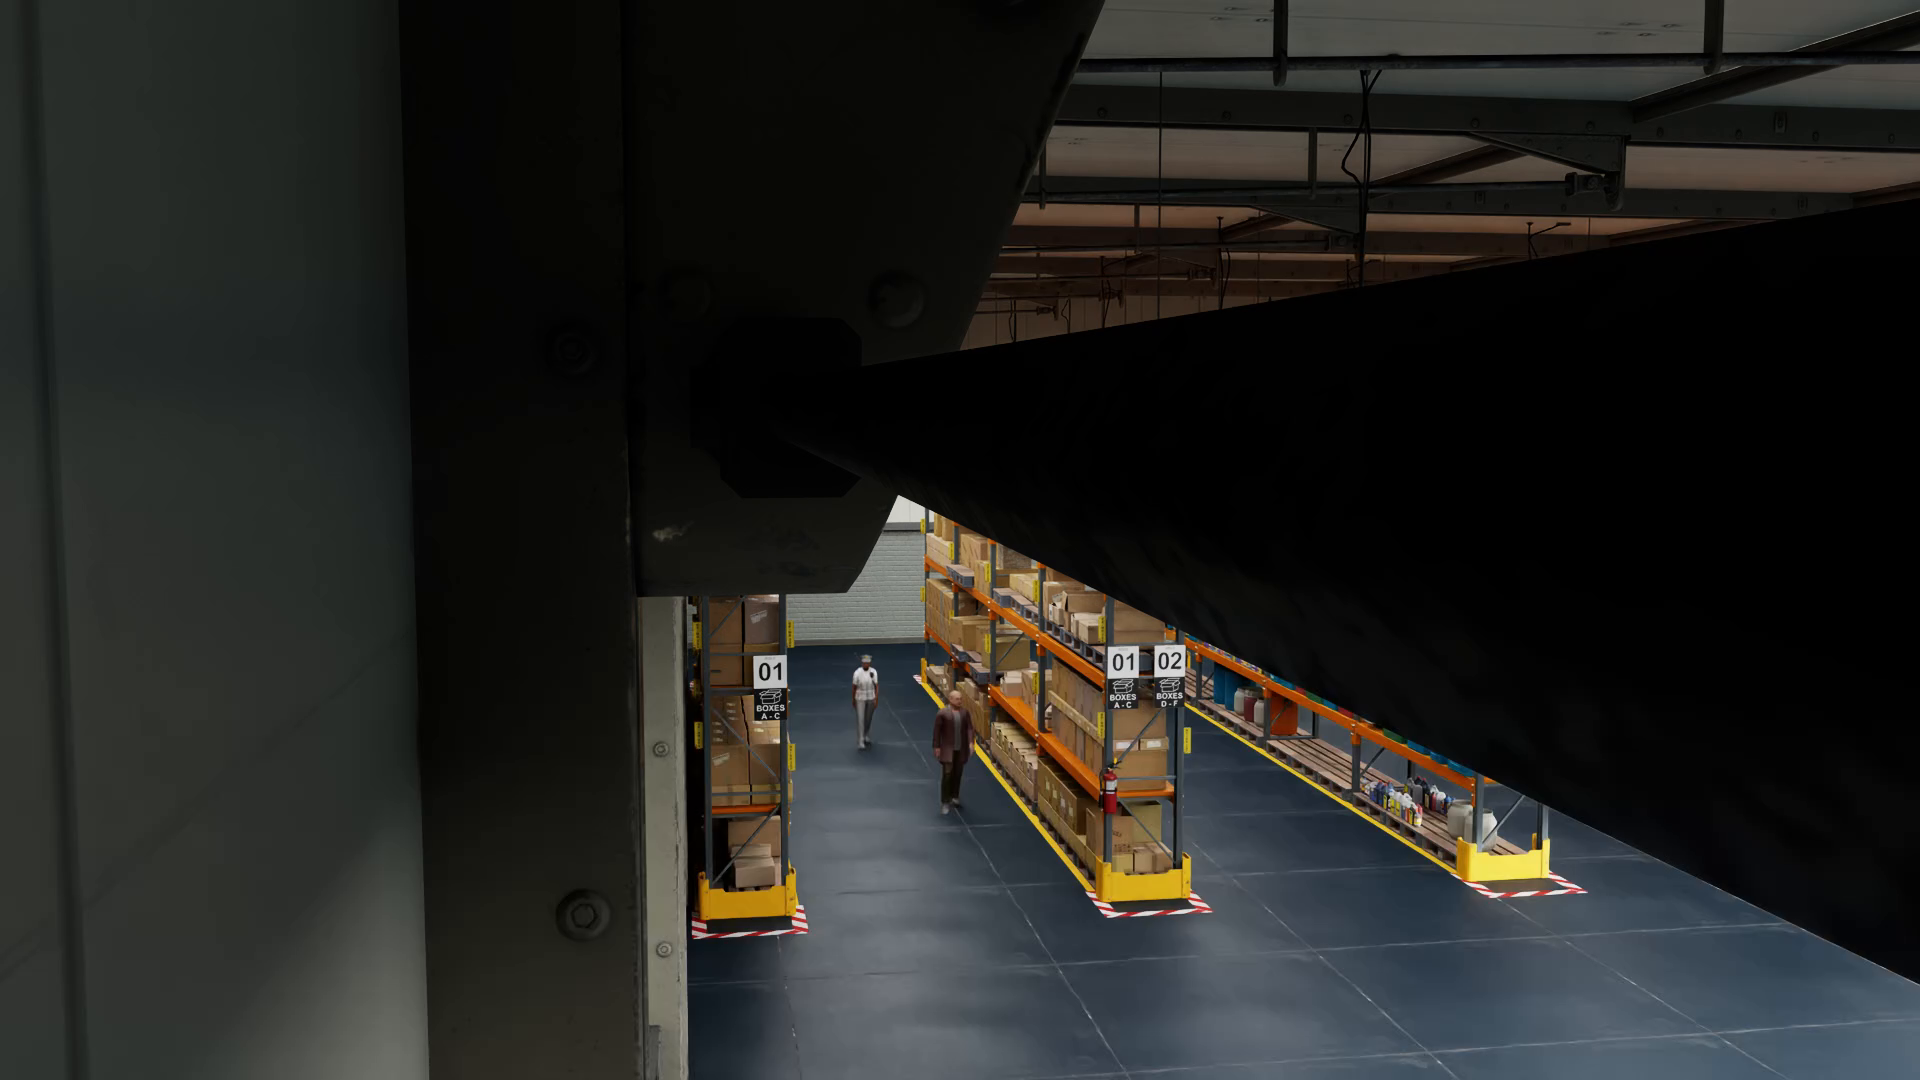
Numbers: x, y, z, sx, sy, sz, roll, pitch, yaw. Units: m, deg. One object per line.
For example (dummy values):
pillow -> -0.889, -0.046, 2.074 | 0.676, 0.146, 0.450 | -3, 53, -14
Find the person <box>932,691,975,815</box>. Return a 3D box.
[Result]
person -> -0.091, 3.217, 25.378 | 0.660, 1.816, 0.670 | -3, 6, -27

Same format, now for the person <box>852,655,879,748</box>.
person -> -1.692, 2.870, 29.837 | 0.481, 1.633, 0.945 | -2, 5, -19

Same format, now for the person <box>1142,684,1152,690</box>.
person -> 3.748, 2.466, 33.744 | 0.645, 1.788, 0.475 | 2, 6, 25
